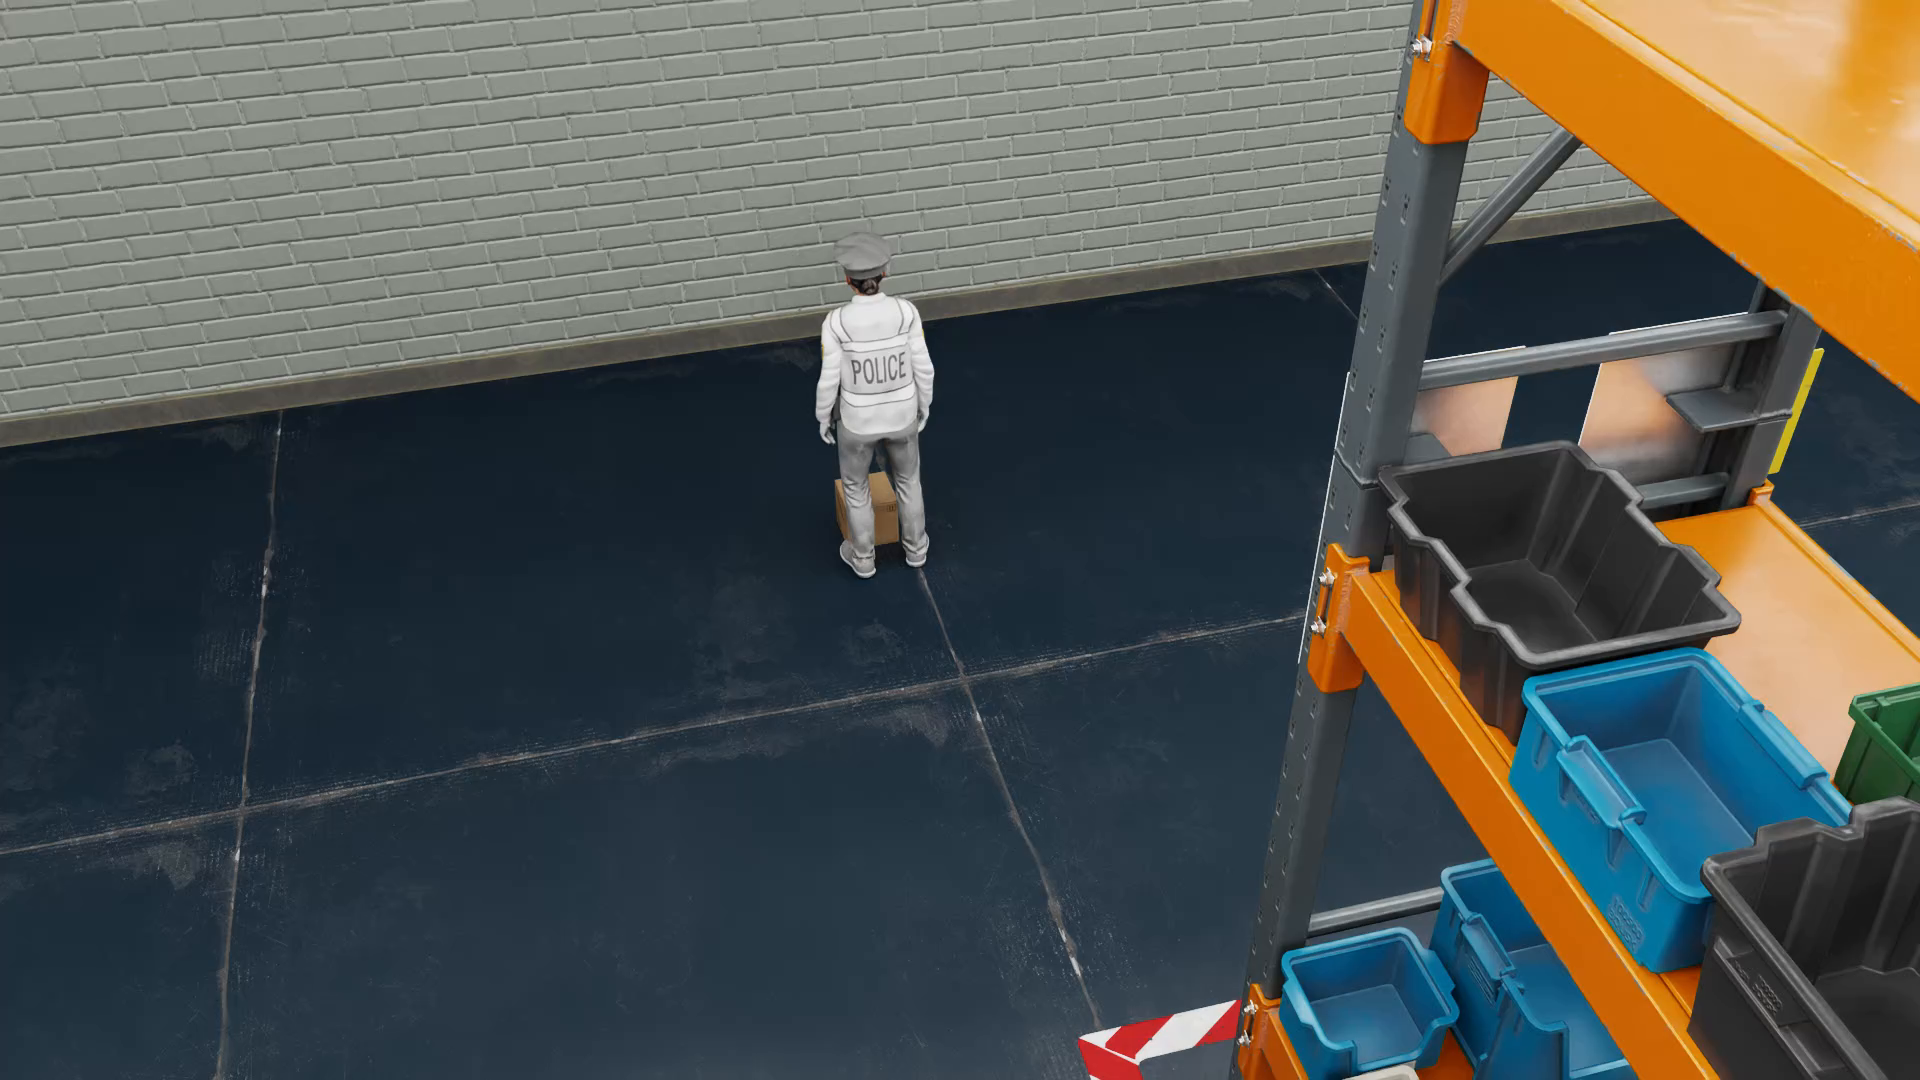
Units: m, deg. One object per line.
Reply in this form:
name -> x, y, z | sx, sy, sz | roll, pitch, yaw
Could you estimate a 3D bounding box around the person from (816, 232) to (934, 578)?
person -> -0.377, -0.554, 7.408 | 0.528, 1.663, 0.372 | -9, 39, -12
